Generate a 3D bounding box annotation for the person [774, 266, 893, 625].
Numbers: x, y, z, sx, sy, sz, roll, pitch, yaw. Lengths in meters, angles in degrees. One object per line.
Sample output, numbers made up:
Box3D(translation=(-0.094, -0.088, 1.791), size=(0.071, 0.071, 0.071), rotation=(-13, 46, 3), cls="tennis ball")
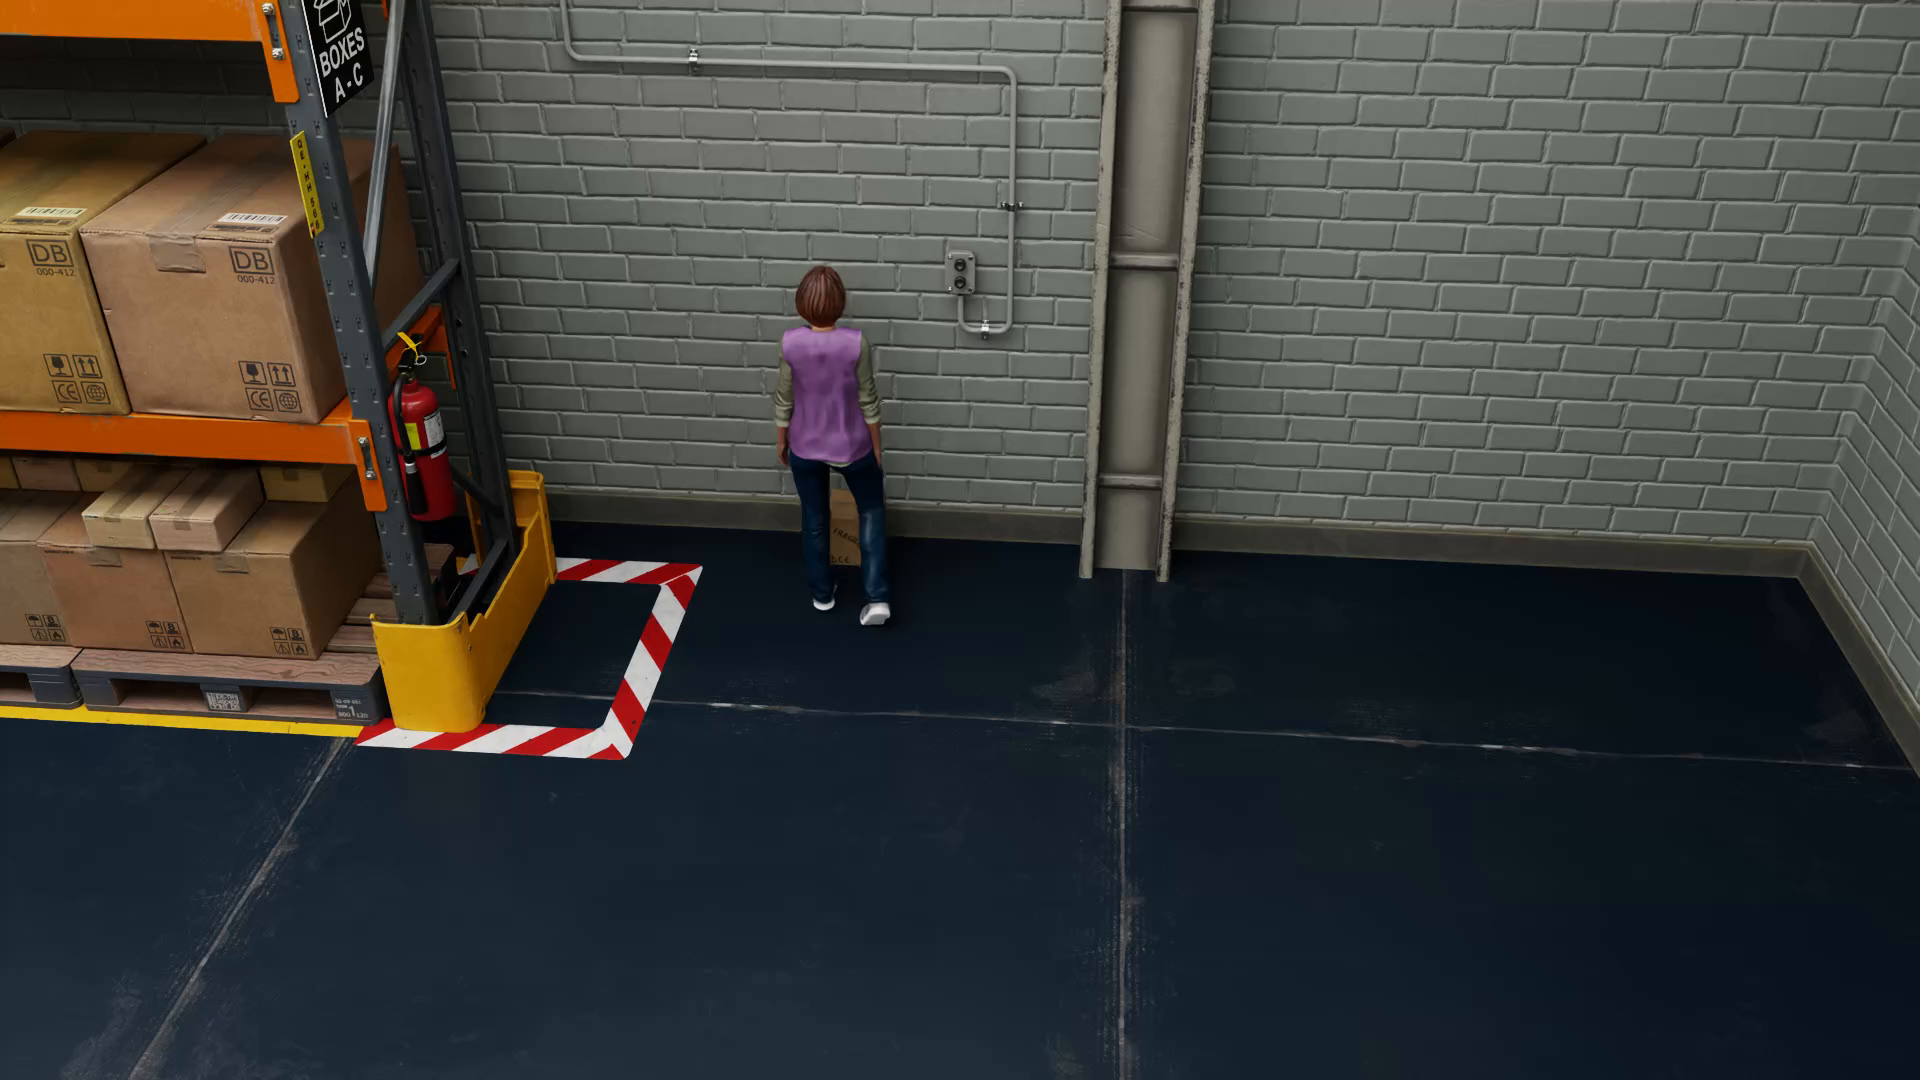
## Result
Box3D(translation=(-0.509, -0.376, 6.739), size=(0.470, 1.612, 0.446), rotation=(3, 32, 4), cls="person")
